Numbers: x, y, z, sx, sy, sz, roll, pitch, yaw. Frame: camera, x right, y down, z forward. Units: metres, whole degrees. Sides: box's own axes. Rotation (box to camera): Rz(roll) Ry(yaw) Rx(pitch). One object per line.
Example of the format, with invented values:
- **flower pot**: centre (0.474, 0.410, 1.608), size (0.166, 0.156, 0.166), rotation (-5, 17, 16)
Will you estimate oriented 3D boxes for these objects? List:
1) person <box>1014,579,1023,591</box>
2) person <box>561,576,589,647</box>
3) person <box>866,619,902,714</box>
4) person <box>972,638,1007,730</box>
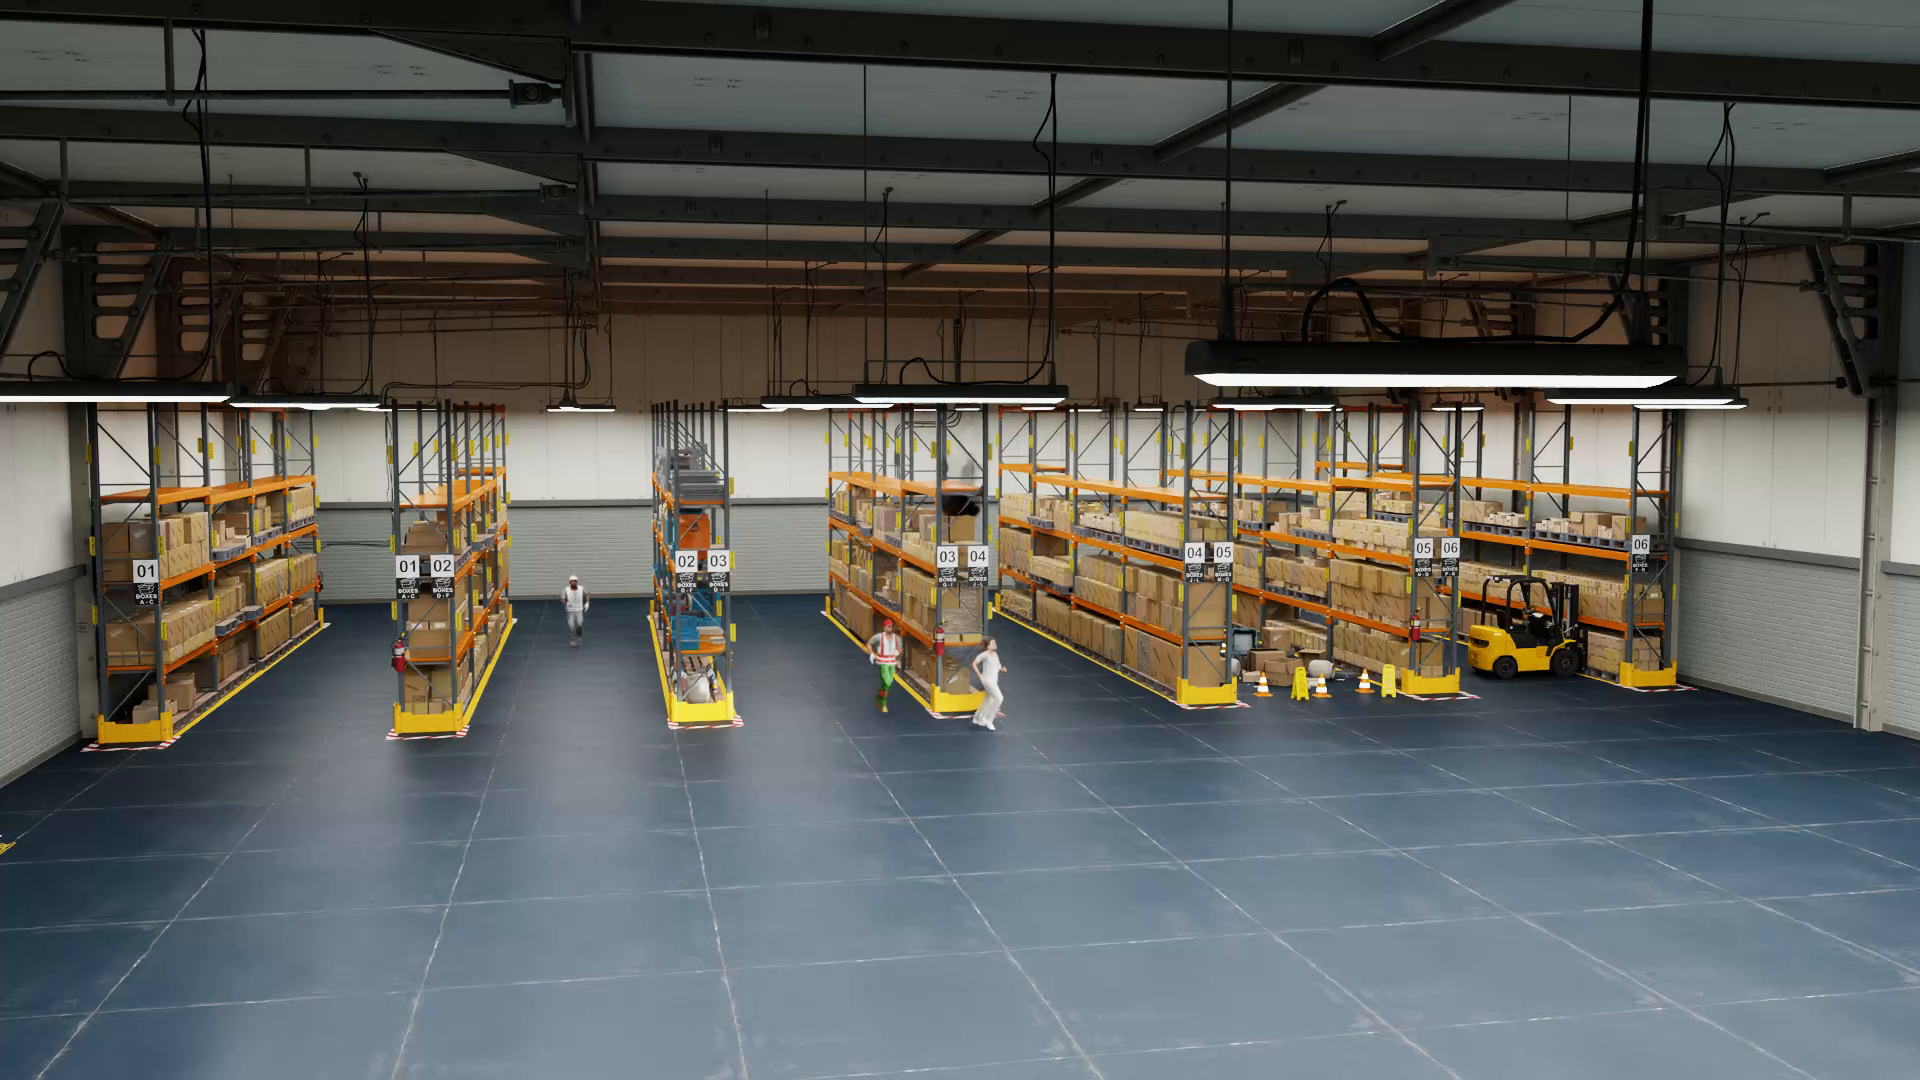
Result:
- **person**: centre (1.799, 1.118, 49.998), size (0.852, 1.690, 0.611), rotation (2, 5, 24)
- **person**: centre (-9.463, 1.760, 40.930), size (0.704, 1.769, 0.659), rotation (-1, 5, -19)
- **person**: centre (-1.425, 2.435, 32.099), size (0.648, 1.833, 0.732), rotation (-3, 5, -31)
- **person**: centre (0.535, 2.607, 30.309), size (0.703, 1.680, 0.545), rotation (3, 5, 30)
